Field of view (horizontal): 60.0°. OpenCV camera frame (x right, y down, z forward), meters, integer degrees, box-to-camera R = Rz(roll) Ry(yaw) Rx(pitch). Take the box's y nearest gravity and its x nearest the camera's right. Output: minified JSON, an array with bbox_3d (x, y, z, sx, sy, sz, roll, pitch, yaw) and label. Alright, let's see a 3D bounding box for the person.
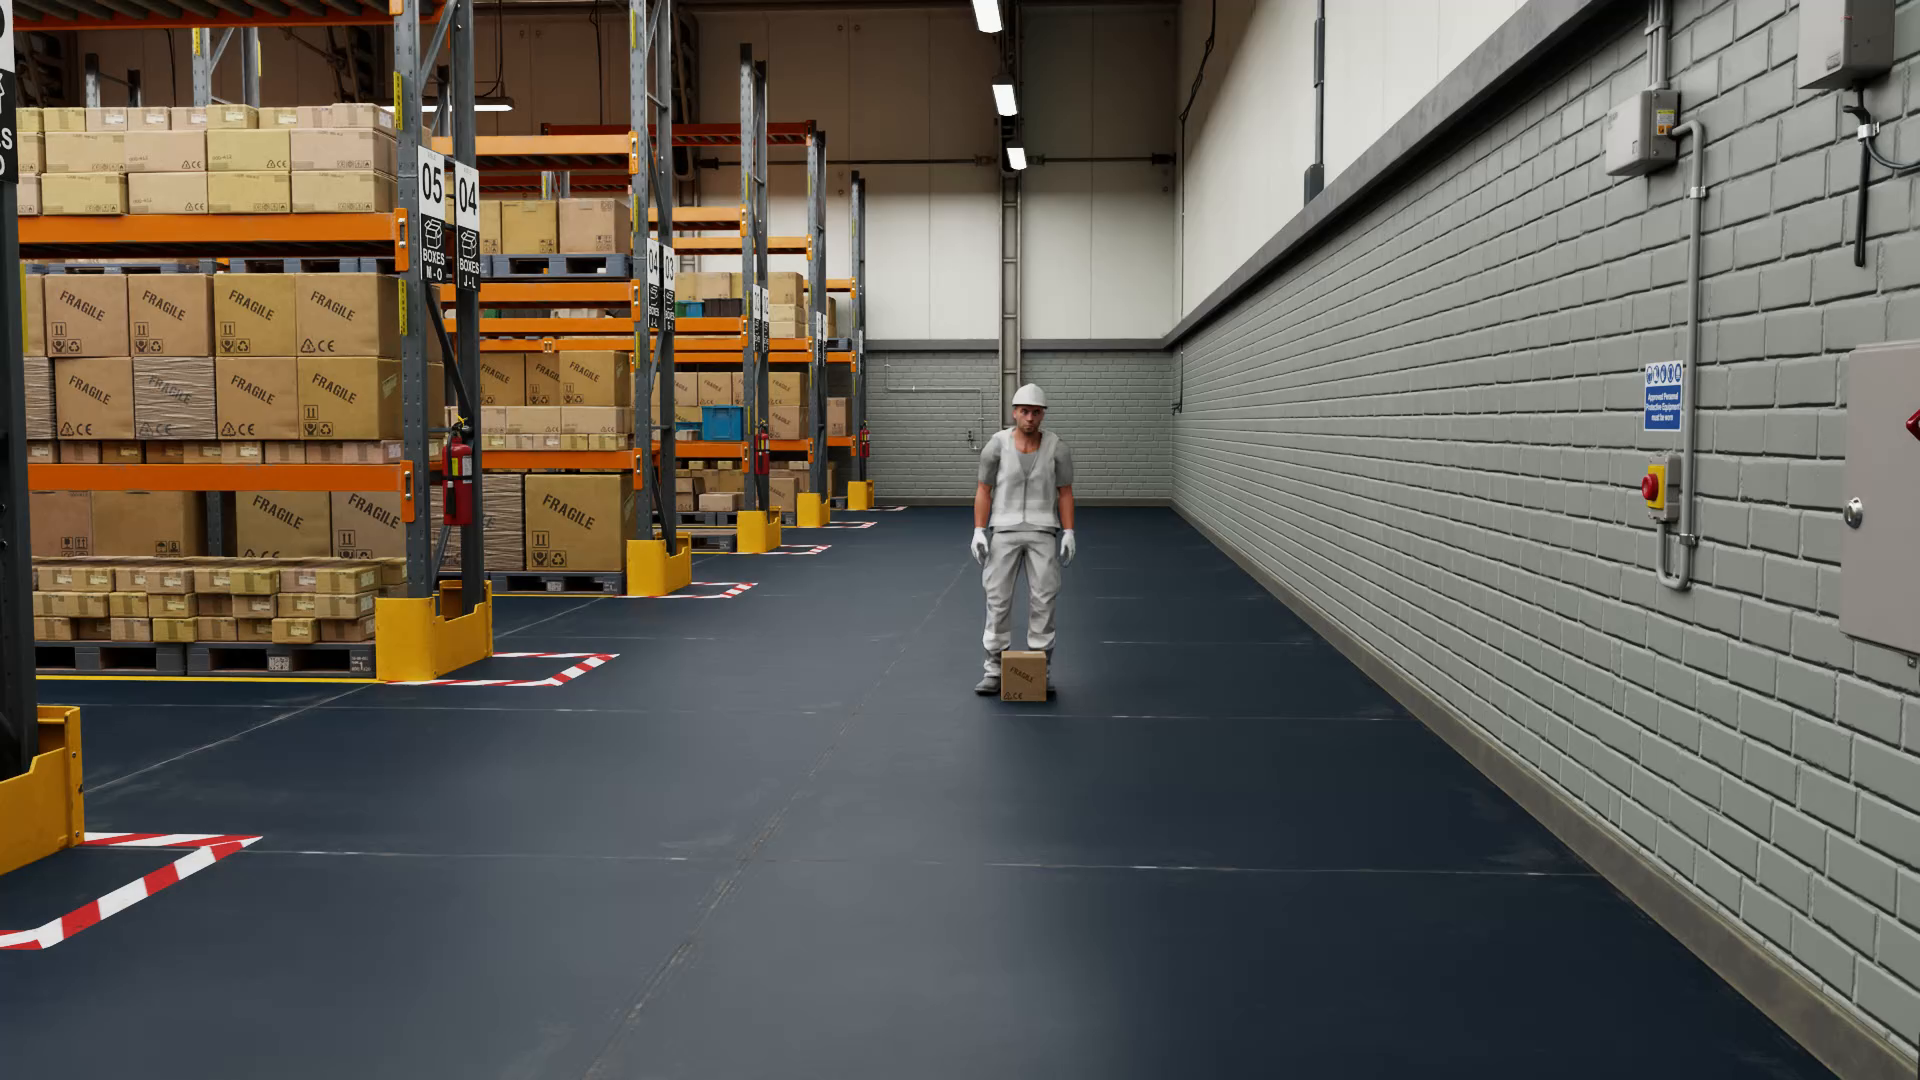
[{"bbox_3d":[0.369,-0.007,9.573,0.610,1.777,0.451,0,4,0],"label":"person"}]
